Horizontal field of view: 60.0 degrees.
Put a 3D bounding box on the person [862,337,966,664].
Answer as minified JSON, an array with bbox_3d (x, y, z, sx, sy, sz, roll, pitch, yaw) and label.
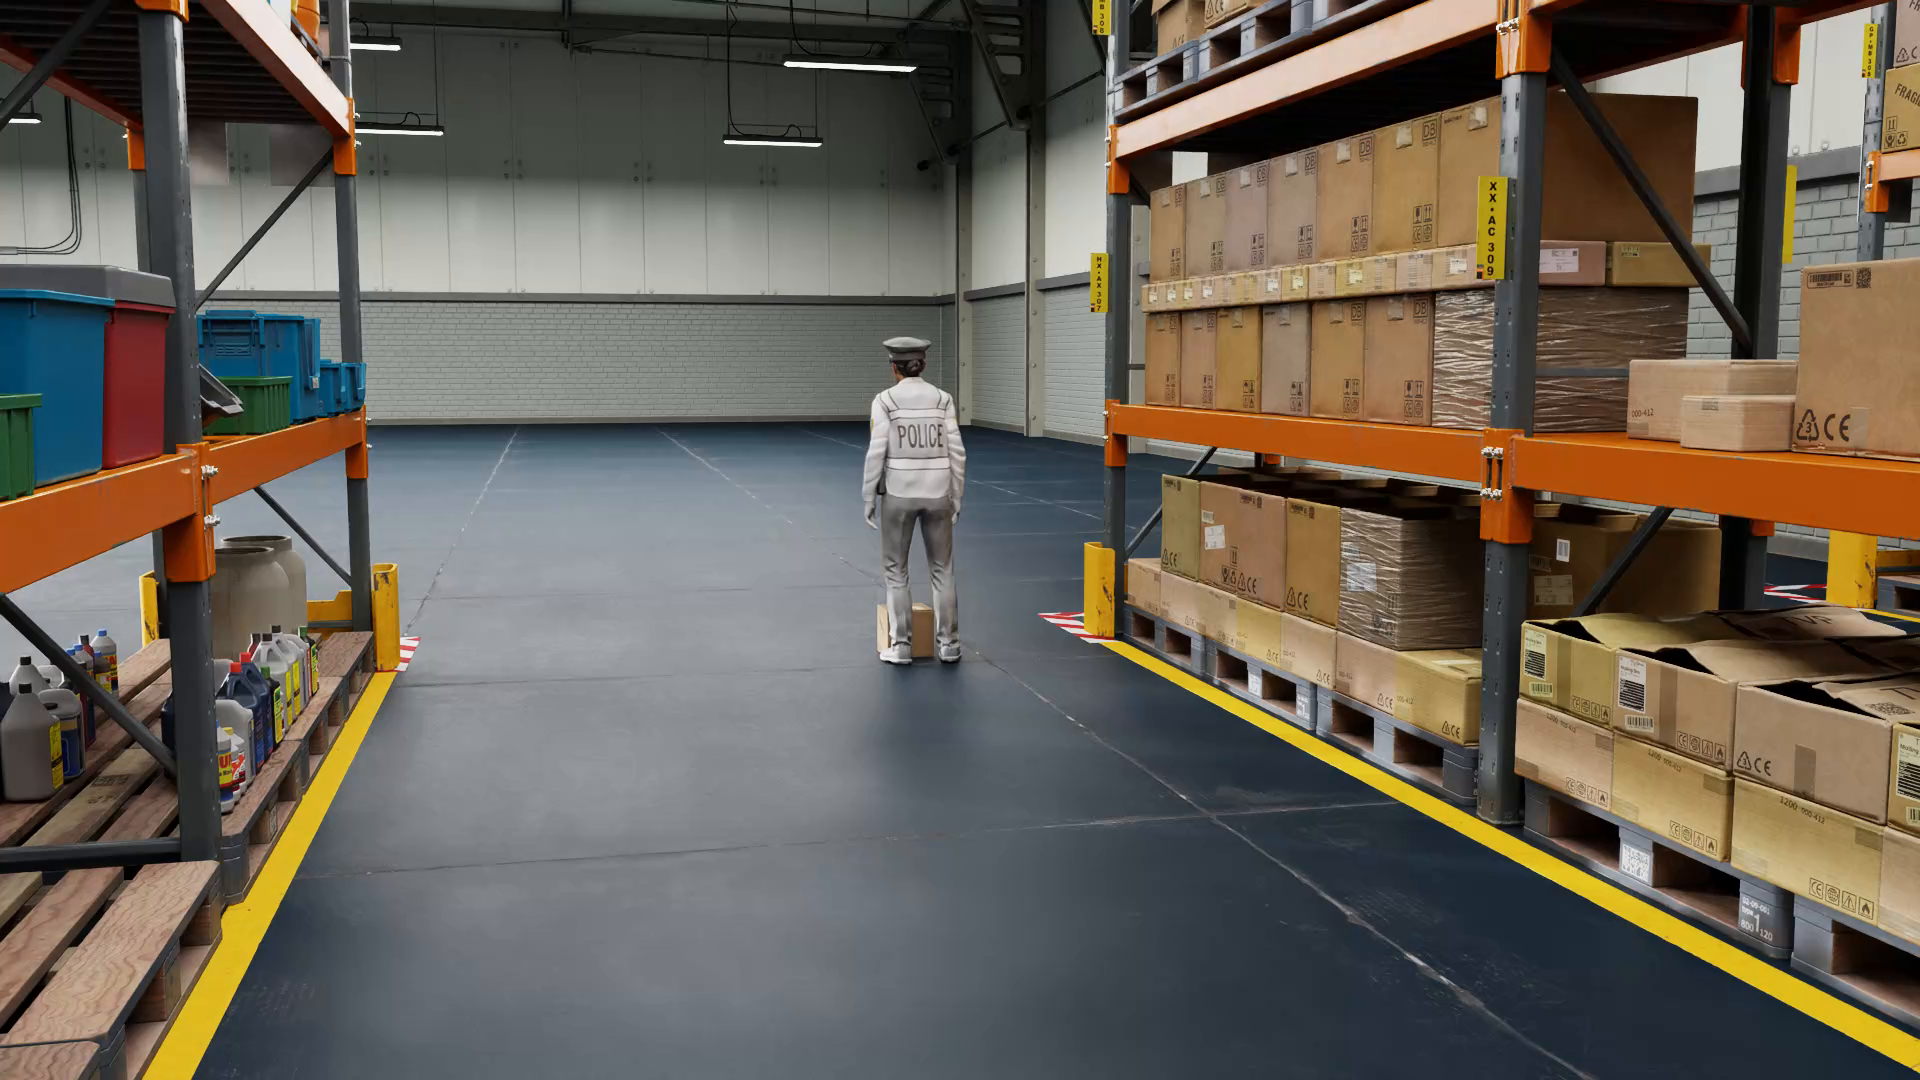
[{"bbox_3d":[-0.232,-0.200,8.486,0.547,1.667,0.370,-2,7,-17],"label":"person"}]
